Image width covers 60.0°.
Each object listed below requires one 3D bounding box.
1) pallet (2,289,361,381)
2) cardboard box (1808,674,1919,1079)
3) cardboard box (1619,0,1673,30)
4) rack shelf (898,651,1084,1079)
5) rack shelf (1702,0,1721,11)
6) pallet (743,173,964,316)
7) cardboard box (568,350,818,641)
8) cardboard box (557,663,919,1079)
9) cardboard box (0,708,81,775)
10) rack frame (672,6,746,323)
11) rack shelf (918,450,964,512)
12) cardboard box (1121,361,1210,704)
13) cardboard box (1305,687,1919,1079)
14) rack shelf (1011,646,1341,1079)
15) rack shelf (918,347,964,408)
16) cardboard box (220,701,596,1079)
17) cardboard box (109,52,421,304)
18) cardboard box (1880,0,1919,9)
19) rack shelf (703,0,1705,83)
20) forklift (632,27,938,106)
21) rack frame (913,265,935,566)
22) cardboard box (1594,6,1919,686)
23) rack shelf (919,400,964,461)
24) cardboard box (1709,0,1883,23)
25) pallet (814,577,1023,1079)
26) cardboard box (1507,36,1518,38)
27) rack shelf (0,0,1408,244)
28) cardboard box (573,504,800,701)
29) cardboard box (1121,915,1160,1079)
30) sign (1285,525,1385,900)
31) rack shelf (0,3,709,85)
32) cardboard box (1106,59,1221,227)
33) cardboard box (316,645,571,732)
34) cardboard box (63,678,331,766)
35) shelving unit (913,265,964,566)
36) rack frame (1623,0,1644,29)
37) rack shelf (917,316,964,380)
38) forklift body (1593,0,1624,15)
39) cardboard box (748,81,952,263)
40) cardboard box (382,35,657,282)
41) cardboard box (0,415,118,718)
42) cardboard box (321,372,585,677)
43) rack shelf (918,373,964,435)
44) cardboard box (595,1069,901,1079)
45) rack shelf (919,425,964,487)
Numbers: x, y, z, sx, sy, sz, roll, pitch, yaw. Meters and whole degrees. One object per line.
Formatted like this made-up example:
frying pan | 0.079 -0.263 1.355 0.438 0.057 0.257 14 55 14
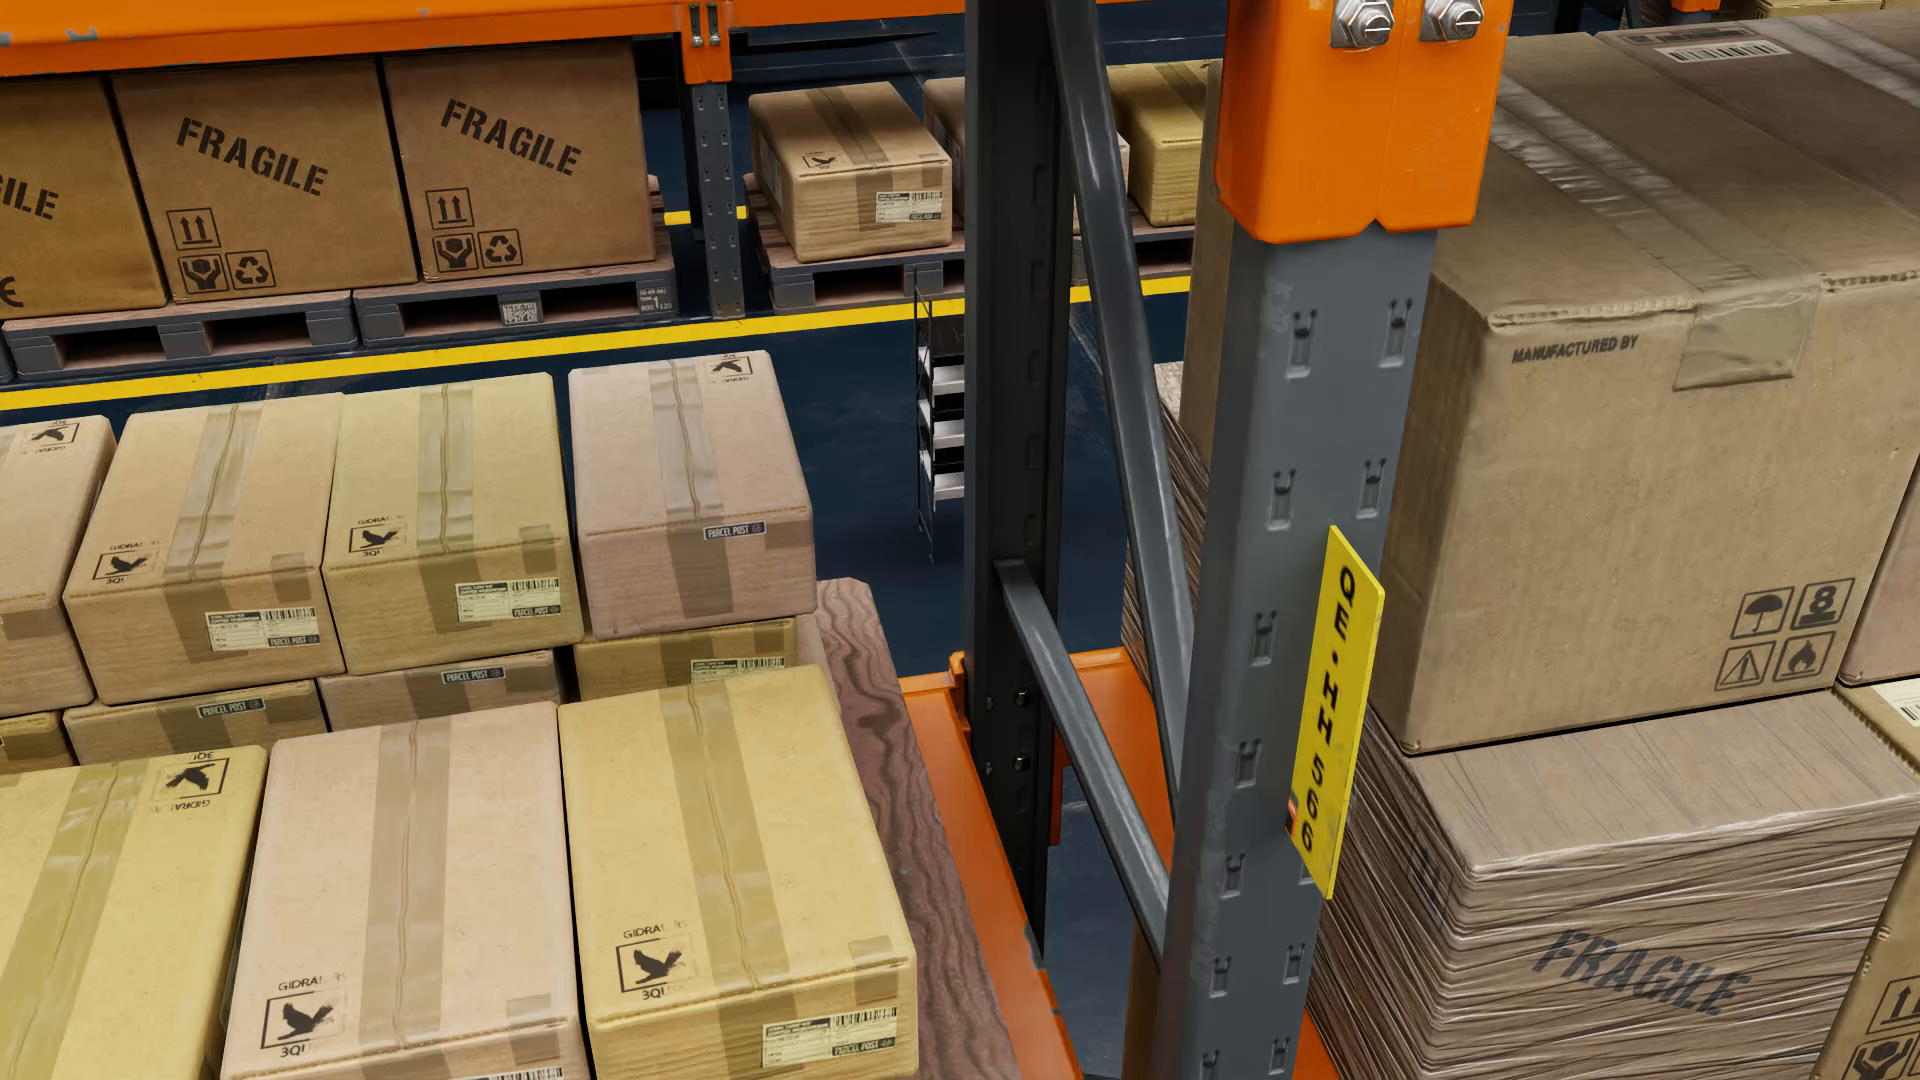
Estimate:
pallet | -2.988 -1.015 6.573 1.213 0.211 1.003 -7 35 -11
cardboard box | 1.168 0.287 2.041 0.500 0.500 0.500 -7 35 -11
cardboard box | 3.404 -2.431 7.599 0.500 0.500 0.500 -8 35 -11
rack shelf | -1.775 0.846 1.943 4.000 0.370 1.077 -7 35 -11
rack shelf | 4.837 -2.816 7.399 4.000 0.370 1.077 -7 35 -11
pallet | -0.253 -1.314 7.019 1.213 0.211 1.003 -7 35 -11
cardboard box | -0.322 -0.064 1.968 0.250 0.149 0.380 -7 35 -10
cardboard box | -0.202 0.293 1.435 0.250 0.149 0.380 -9 35 -12
cardboard box | -1.110 0.158 1.904 0.250 0.149 0.380 -7 35 -10
rack frame | -1.015 -2.377 6.100 0.127 3.000 1.000 -7 35 -11
rack shelf | -0.008 -0.196 5.117 0.200 0.077 0.258 -7 35 -11
cardboard box | 0.555 0.058 2.382 0.500 0.500 0.500 -7 35 -11
cardboard box | 0.673 0.351 1.945 0.500 0.500 0.500 -7 34 -10
rack shelf | 2.126 0.354 2.676 4.000 0.370 1.077 -7 35 -11
rack shelf | -0.008 -0.494 4.916 0.200 0.077 0.258 -7 35 -11
cardboard box | -0.447 0.323 1.391 0.250 0.149 0.380 -8 35 -11
cardboard box | -2.578 -1.522 6.356 0.875 0.875 0.875 -7 34 -10
cardboard box | 4.041 -2.211 7.270 0.500 0.500 0.500 -6 34 -9
rack shelf | 0.935 -2.324 6.667 4.000 0.370 1.077 -7 35 -11
forklift | -1.666 -3.708 8.203 3.031 2.867 1.129 -8 35 -11
rack frame | -0.107 -0.360 4.979 0.006 0.900 0.240 -7 35 -11
cardboard box | 1.108 -0.268 1.971 0.500 0.500 0.700 -8 35 -11
rack shelf | -0.008 -0.345 5.016 0.200 0.077 0.258 -7 35 -11
cardboard box | 3.521 -2.138 7.162 0.500 0.500 0.500 -6 34 -8
pallet | -0.496 0.526 1.946 1.003 0.211 1.213 -7 35 -11
cardboard box | 2.375 -1.886 7.350 0.625 0.372 0.950 -7 34 -10
rack shelf | -1.775 -0.400 1.108 4.000 0.370 1.077 -7 35 -11
cardboard box | -0.340 0.058 2.054 0.250 0.149 0.380 -6 34 -8
cardboard box | 0.789 1.035 2.658 0.750 0.750 1.050 -8 35 -11
sign | 0.304 0.147 1.371 0.005 0.325 0.100 -7 35 -11
rack shelf | -2.966 -1.832 5.934 4.000 0.370 1.077 -7 35 -11
cardboard box | 0.997 -1.709 7.087 0.625 0.372 0.950 -6 34 -9
cardboard box | -0.605 0.092 2.002 0.250 0.149 0.380 -6 34 -8
cardboard box | -0.864 0.127 1.951 0.250 0.149 0.380 -8 35 -12
shelving unit | -0.008 -0.373 4.998 0.210 0.900 0.258 -7 35 -11
rack frame | 2.885 -2.870 6.835 0.053 2.616 0.949 -7 35 -11
rack shelf | -0.008 -0.569 4.866 0.200 0.077 0.258 -7 35 -11
forklift body | 4.242 -4.480 9.996 1.214 2.155 2.313 -7 35 -11
cardboard box | -0.462 -1.524 6.811 0.625 0.372 0.950 -9 35 -14
cardboard box | -1.707 -1.629 6.516 0.875 0.875 0.875 -7 35 -11
cardboard box | -1.078 0.030 1.828 0.250 0.149 0.380 -9 35 -13
cardboard box | -0.580 -0.030 1.917 0.250 0.149 0.380 -8 35 -12
rack shelf | -0.008 -0.420 4.966 0.200 0.077 0.258 -7 35 -11
cardboard box | -0.206 0.416 1.520 0.250 0.149 0.380 -6 34 -10
rack shelf | -0.008 -0.270 5.066 0.200 0.077 0.258 -7 35 -11
